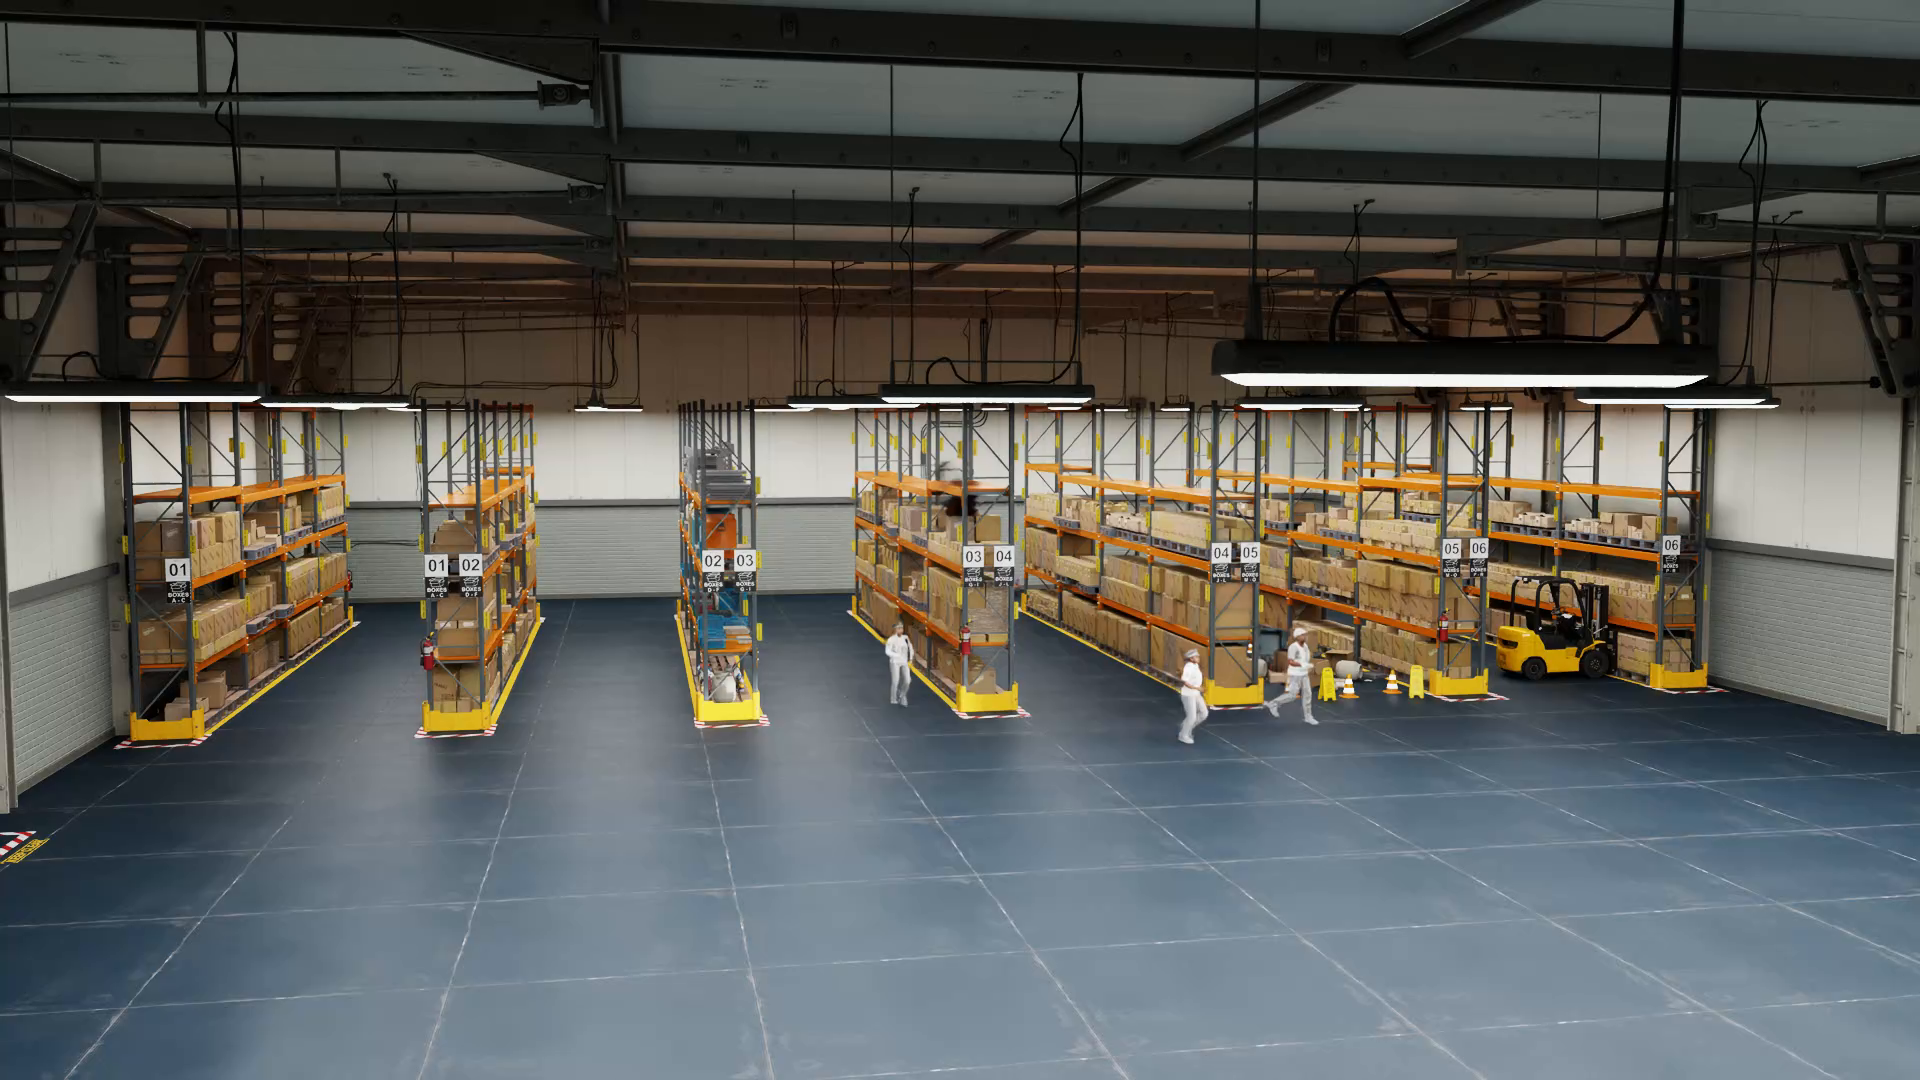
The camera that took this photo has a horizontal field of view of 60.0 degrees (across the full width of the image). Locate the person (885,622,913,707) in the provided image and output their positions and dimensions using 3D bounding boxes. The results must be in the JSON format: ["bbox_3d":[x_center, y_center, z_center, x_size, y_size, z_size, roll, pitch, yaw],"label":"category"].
[{"bbox_3d":[-1.161,2.436,32.544,0.643,1.708,0.660,-2,5,-23],"label":"person"}]

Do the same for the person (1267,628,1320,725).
[{"bbox_3d":[6.227,2.510,30.829,0.977,1.785,0.692,3,5,37],"label":"person"}]

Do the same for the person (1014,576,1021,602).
[{"bbox_3d":[1.336,1.549,44.591,0.588,1.668,0.851,0,4,-2],"label":"person"}]

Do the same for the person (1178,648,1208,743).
[{"bbox_3d":[4.070,2.703,28.939,0.571,1.663,0.578,3,5,31],"label":"person"}]
